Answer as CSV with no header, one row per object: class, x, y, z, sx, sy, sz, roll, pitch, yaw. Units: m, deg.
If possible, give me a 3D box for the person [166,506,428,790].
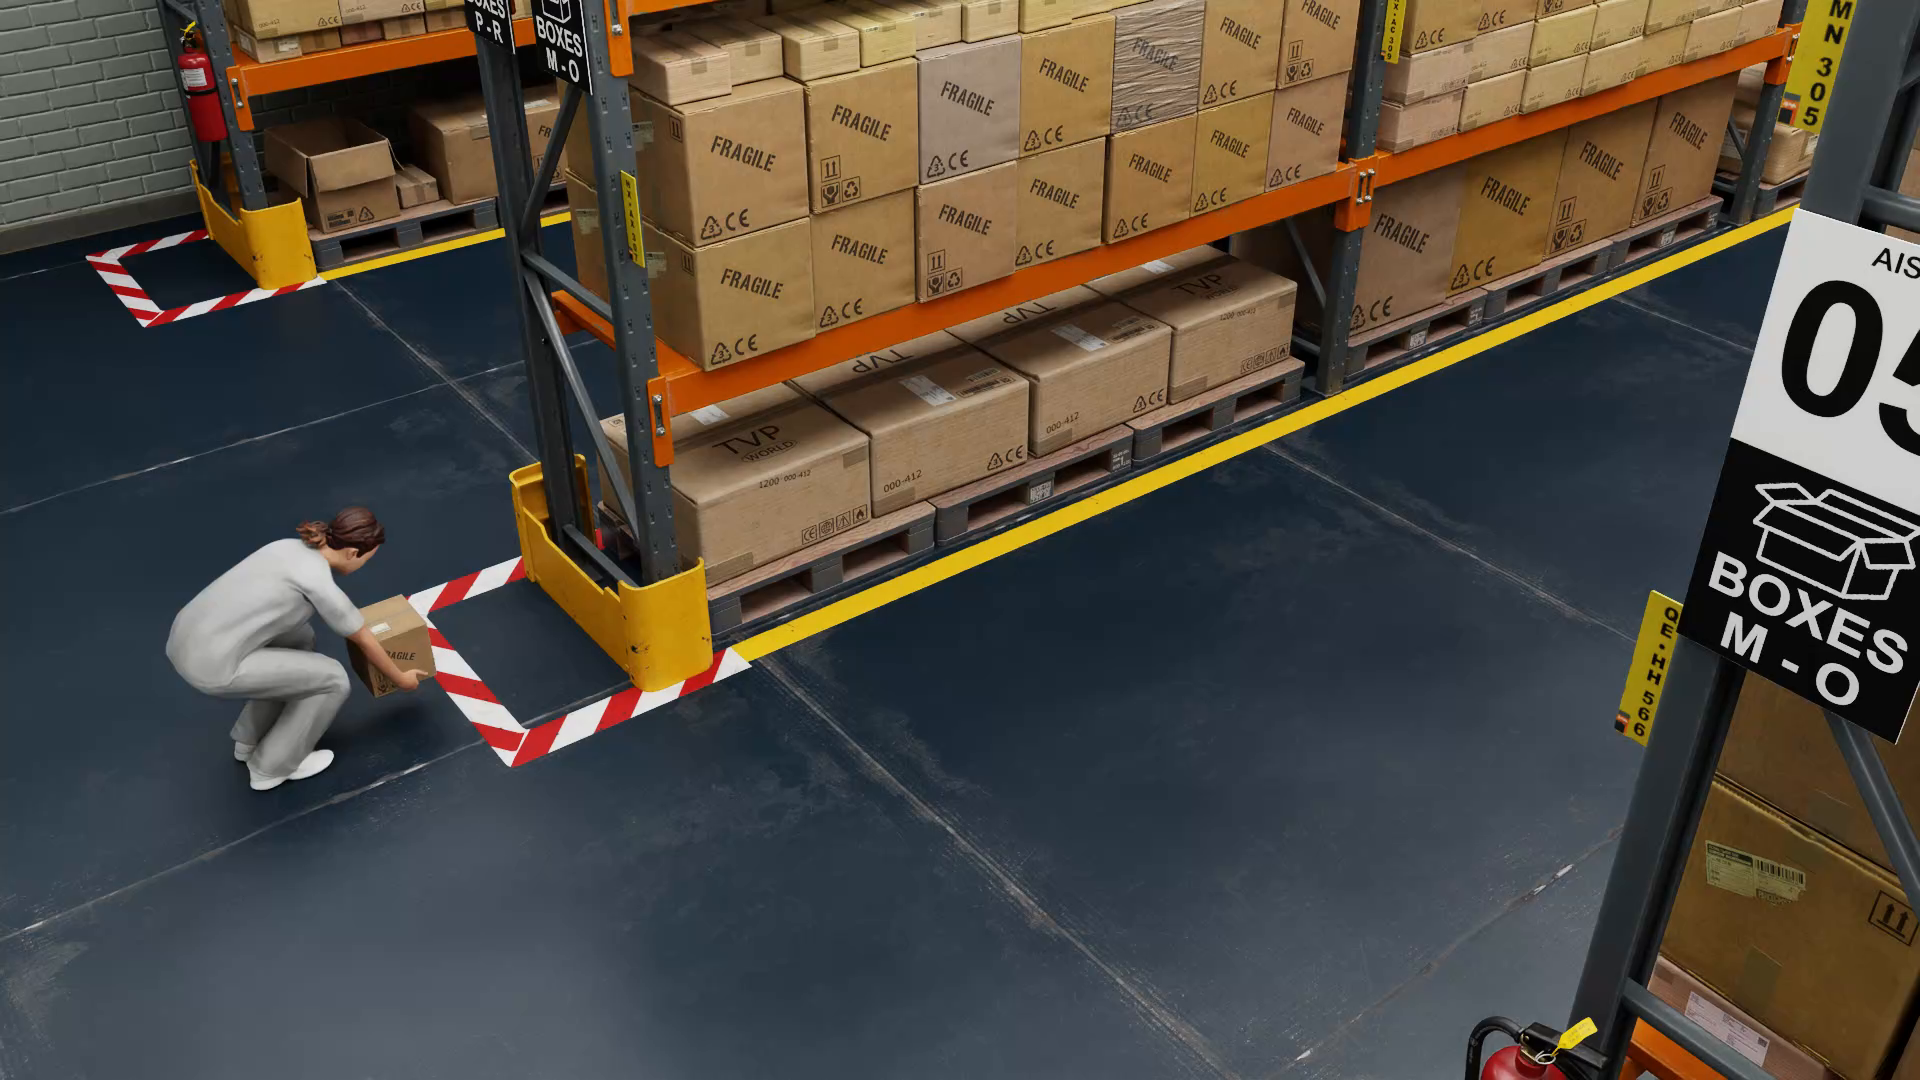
person,-2.481,0.395,6.207,0.843,0.938,0.469,-24,39,-33
